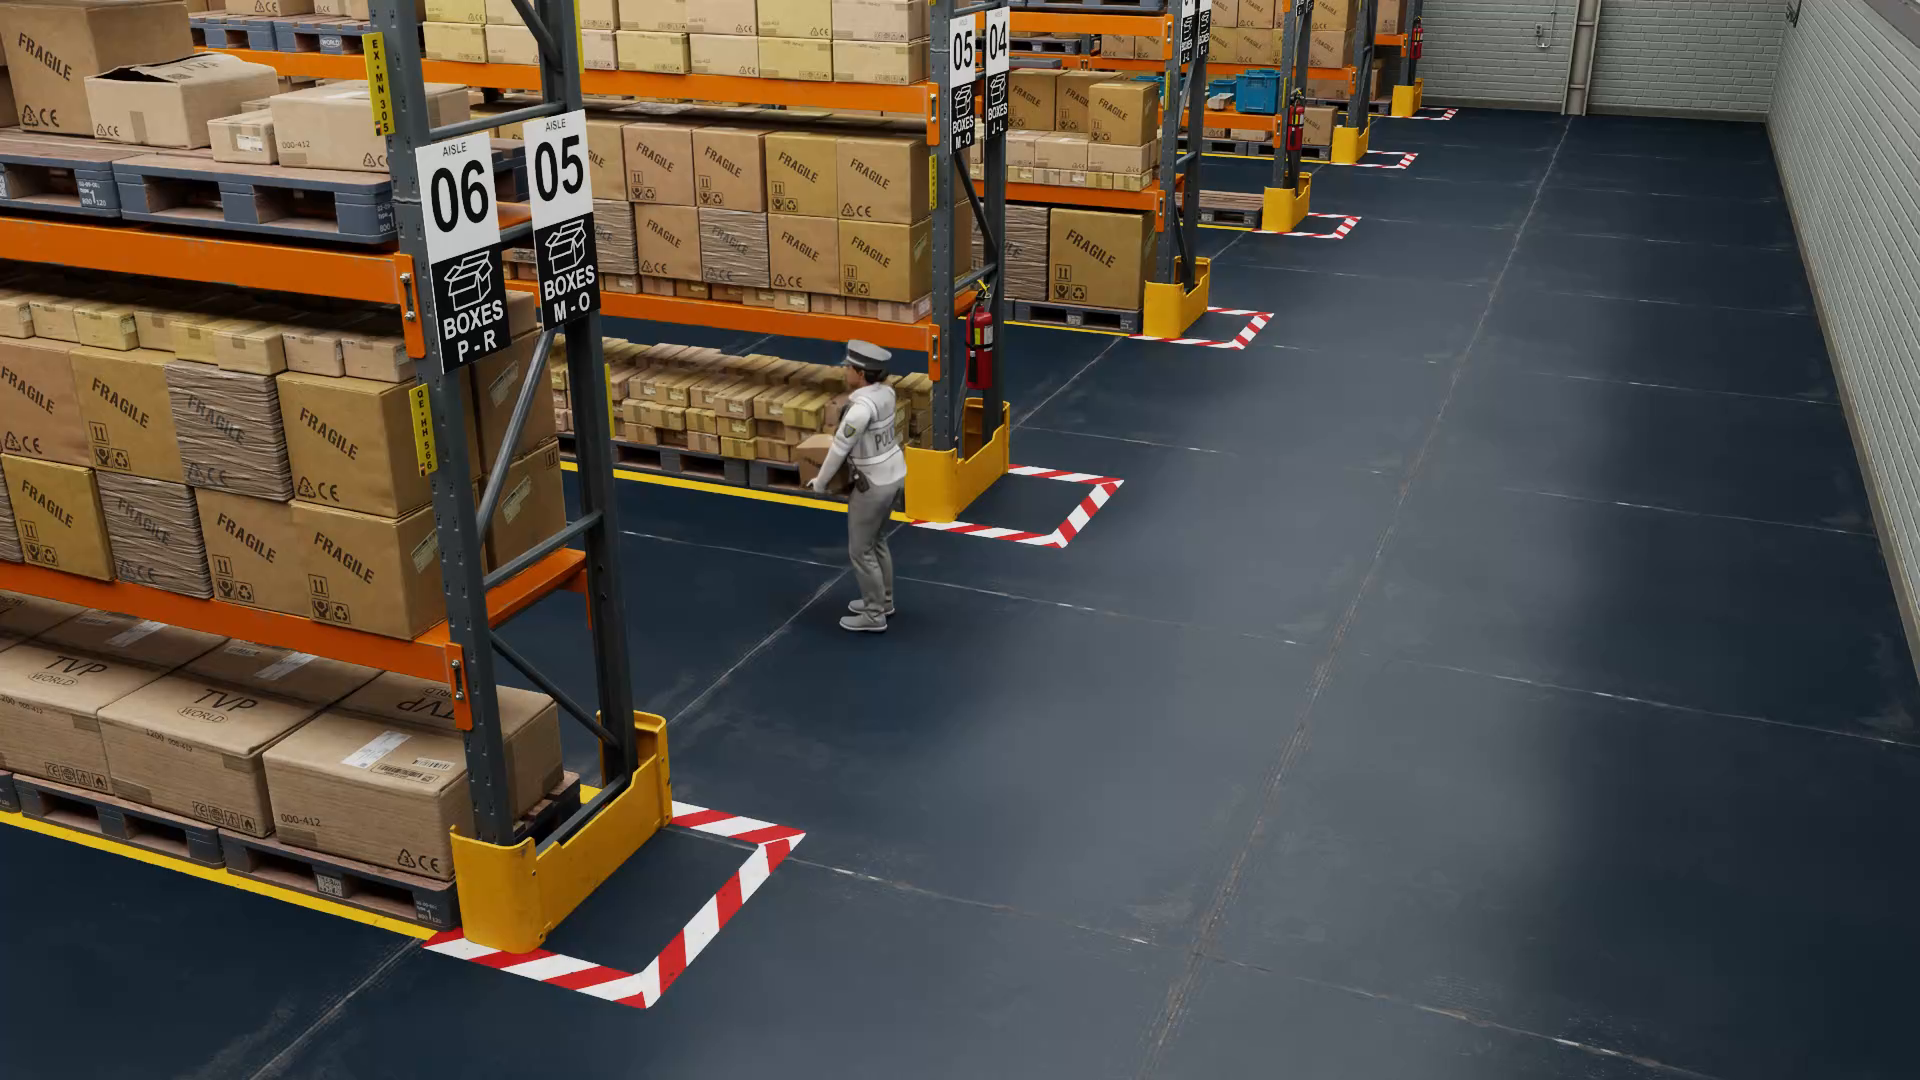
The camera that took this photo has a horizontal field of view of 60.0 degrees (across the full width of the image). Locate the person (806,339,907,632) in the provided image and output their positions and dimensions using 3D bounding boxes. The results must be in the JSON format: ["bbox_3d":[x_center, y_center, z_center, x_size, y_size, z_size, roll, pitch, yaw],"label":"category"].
[{"bbox_3d":[-0.570,-0.310,9.330,0.528,1.682,0.417,8,24,19],"label":"person"}]
